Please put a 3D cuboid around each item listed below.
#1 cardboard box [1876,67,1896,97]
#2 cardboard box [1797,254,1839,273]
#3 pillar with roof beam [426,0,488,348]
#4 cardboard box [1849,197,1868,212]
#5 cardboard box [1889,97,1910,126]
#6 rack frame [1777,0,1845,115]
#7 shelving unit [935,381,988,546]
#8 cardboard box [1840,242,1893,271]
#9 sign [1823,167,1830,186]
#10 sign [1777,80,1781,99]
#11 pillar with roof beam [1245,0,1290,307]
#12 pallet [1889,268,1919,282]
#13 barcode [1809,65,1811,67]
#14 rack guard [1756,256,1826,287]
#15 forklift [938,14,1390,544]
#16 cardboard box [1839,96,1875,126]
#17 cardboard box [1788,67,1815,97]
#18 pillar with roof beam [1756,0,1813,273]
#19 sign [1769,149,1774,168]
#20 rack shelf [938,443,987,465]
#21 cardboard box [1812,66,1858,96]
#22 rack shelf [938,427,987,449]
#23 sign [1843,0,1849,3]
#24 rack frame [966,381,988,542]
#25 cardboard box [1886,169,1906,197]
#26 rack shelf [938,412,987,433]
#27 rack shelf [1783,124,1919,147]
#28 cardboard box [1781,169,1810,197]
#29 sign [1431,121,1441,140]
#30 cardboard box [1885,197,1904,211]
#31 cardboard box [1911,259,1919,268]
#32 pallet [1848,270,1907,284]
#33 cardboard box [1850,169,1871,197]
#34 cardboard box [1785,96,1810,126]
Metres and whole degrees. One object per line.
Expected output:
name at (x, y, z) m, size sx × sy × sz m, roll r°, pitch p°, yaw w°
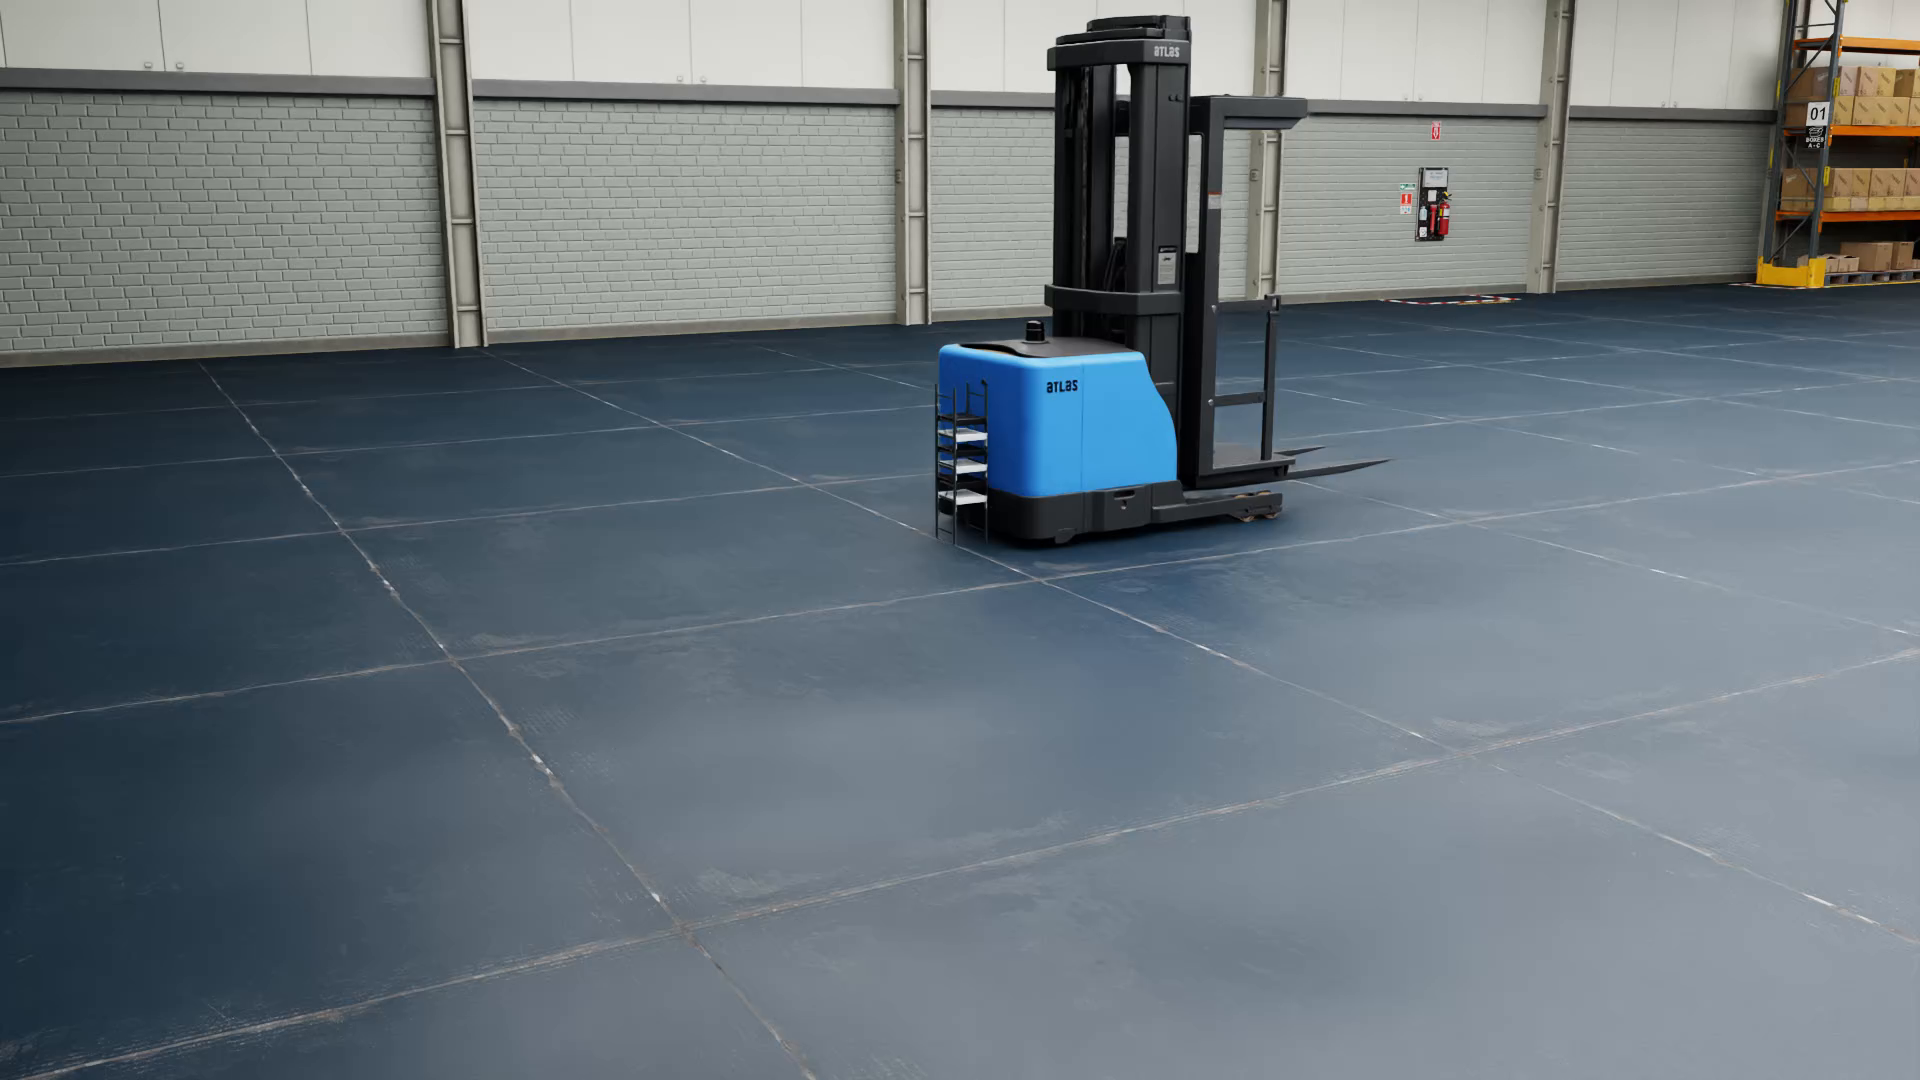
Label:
cardboard box at (16.330, -8.181, 29.747) m, size 0.500 × 0.500 × 0.500 m, roll -6°, pitch 14°, yaw -26°
cardboard box at (15.617, -5.037, 30.280) m, size 0.500 × 0.311 × 0.500 m, roll -9°, pitch 15°, yaw -34°
pillar with roof beam at (-3.836, -5.891, 15.291) m, size 0.400 × 9.000 × 9.100 m, roll -7°, pitch 14°, yaw -28°
cardboard box at (15.996, -6.063, 30.012) m, size 0.500 × 0.250 × 0.500 m, roll -7°, pitch 15°, yaw -30°
cardboard box at (16.782, -7.753, 30.122) m, size 0.500 × 0.500 × 0.500 m, roll -6°, pitch 14°, yaw -24°
rack frame at (14.967, -9.005, 29.128) m, size 0.127 × 3.000 × 1.000 m, roll -7°, pitch 14°, yaw -28°
shelving unit at (0.007, -0.440, 9.514) m, size 0.210 × 0.900 × 0.258 m, roll -7°, pitch 14°, yaw -28°
cardboard box at (16.785, -5.257, 30.826) m, size 0.500 × 0.500 × 0.700 m, roll -8°, pitch 15°, yaw -31°
sign at (15.227, -6.396, 29.227) m, size 0.005 × 0.325 × 0.100 m, roll -7°, pitch 14°, yaw -28°
sign at (14.718, -8.083, 29.845) m, size 0.005 × 0.325 × 0.100 m, roll -7°, pitch 14°, yaw -28°
pillar with roof beam at (6.696, -7.154, 20.900) m, size 0.400 × 9.000 × 9.100 m, roll -7°, pitch 14°, yaw -28°
pallet at (17.905, -5.061, 31.618) m, size 1.213 × 0.211 × 1.003 m, roll -7°, pitch 14°, yaw -28°
barcode at (15.350, -8.542, 30.031) m, size 0.075 × 0.075 × 0.001 m, roll -7°, pitch 14°, yaw -28°
rack guard at (15.033, -4.867, 30.097) m, size 0.348 × 0.500 × 1.175 m, roll -7°, pitch 14°, yaw -28°
forklift at (1.379, -1.628, 10.166) m, size 3.031 × 2.935 × 1.130 m, roll -8°, pitch 15°, yaw -31°
cardboard box at (15.868, -7.637, 29.607) m, size 0.500 × 0.500 × 0.500 m, roll -6°, pitch 14°, yaw -24°
cardboard box at (15.220, -8.184, 29.760) m, size 0.500 × 0.500 × 0.500 m, roll -6°, pitch 14°, yaw -25°
pillar with roof beam at (17.229, -8.416, 26.509) m, size 0.400 × 9.000 × 9.100 m, roll -7°, pitch 14°, yaw -28°
sign at (14.718, -6.907, 30.109) m, size 0.005 × 0.325 × 0.100 m, roll -7°, pitch 14°, yaw -28°
rack shelf at (0.007, -0.495, 9.502) m, size 0.200 × 0.077 × 0.258 m, roll -7°, pitch 14°, yaw -28°
cardboard box at (15.421, -8.082, 29.307) m, size 0.500 × 0.500 × 0.500 m, roll -8°, pitch 15°, yaw -32°
rack shelf at (0.007, -0.583, 9.482) m, size 0.200 × 0.077 × 0.258 m, roll -7°, pitch 14°, yaw -28°
sign at (15.226, -9.395, 28.552) m, size 0.005 × 0.325 × 0.100 m, roll -7°, pitch 14°, yaw -28°
rack frame at (0.096, -0.451, 9.562) m, size 0.006 × 0.900 × 0.240 m, roll -7°, pitch 14°, yaw -28°
cardboard box at (16.872, -6.533, 30.395) m, size 0.500 × 0.500 × 0.500 m, roll -6°, pitch 14°, yaw -26°
rack shelf at (0.007, -0.671, 9.462) m, size 0.200 × 0.077 × 0.258 m, roll -7°, pitch 14°, yaw -28°
rack shelf at (16.722, -7.401, 30.471) m, size 4.000 × 0.370 × 1.077 m, roll -7°, pitch 14°, yaw -28°
cardboard box at (15.278, -6.471, 30.121) m, size 0.500 × 0.500 × 0.500 m, roll -7°, pitch 14°, yaw -28°
sign at (7.658, -6.584, 26.754) m, size 0.199 × 0.298 × 0.001 m, roll -7°, pitch 14°, yaw -28°
cardboard box at (16.891, -6.168, 30.480) m, size 0.500 × 0.250 × 0.500 m, roll -7°, pitch 14°, yaw -27°
cardboard box at (18.022, -5.270, 31.643) m, size 0.250 × 0.166 × 0.380 m, roll -9°, pitch 16°, yaw -35°
pallet at (16.833, -4.932, 31.044) m, size 1.213 × 0.211 × 1.003 m, roll -7°, pitch 14°, yaw -28°
cardboard box at (15.968, -6.423, 29.907) m, size 0.500 × 0.500 × 0.500 m, roll -7°, pitch 14°, yaw -28°
cardboard box at (15.212, -7.693, 29.856) m, size 0.500 × 0.500 × 0.500 m, roll -6°, pitch 14°, yaw -24°
